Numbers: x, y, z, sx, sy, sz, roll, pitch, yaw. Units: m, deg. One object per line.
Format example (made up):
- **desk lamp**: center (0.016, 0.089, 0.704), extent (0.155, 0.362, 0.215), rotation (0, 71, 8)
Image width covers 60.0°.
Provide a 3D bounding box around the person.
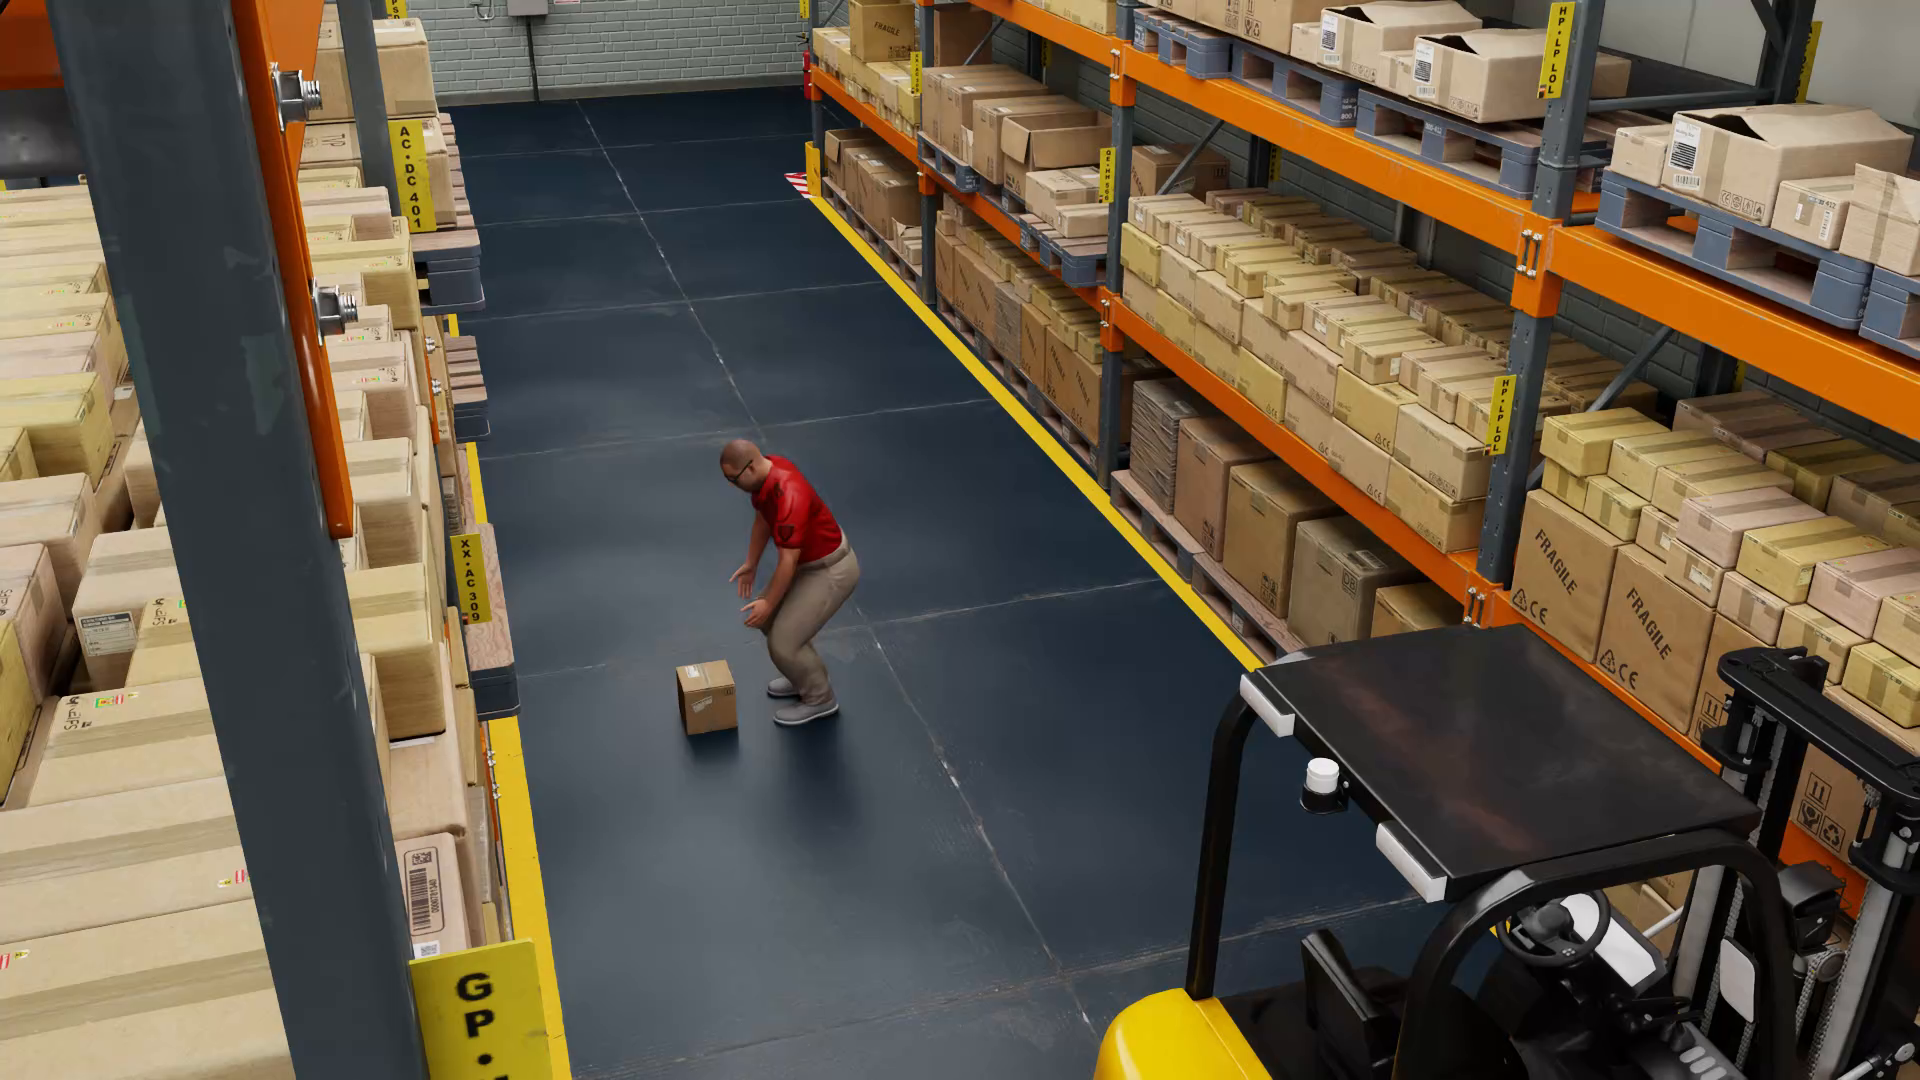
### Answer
- **person**: center (-0.804, 0.175, 8.054), extent (0.644, 1.494, 0.587), rotation (-8, 27, -16)
